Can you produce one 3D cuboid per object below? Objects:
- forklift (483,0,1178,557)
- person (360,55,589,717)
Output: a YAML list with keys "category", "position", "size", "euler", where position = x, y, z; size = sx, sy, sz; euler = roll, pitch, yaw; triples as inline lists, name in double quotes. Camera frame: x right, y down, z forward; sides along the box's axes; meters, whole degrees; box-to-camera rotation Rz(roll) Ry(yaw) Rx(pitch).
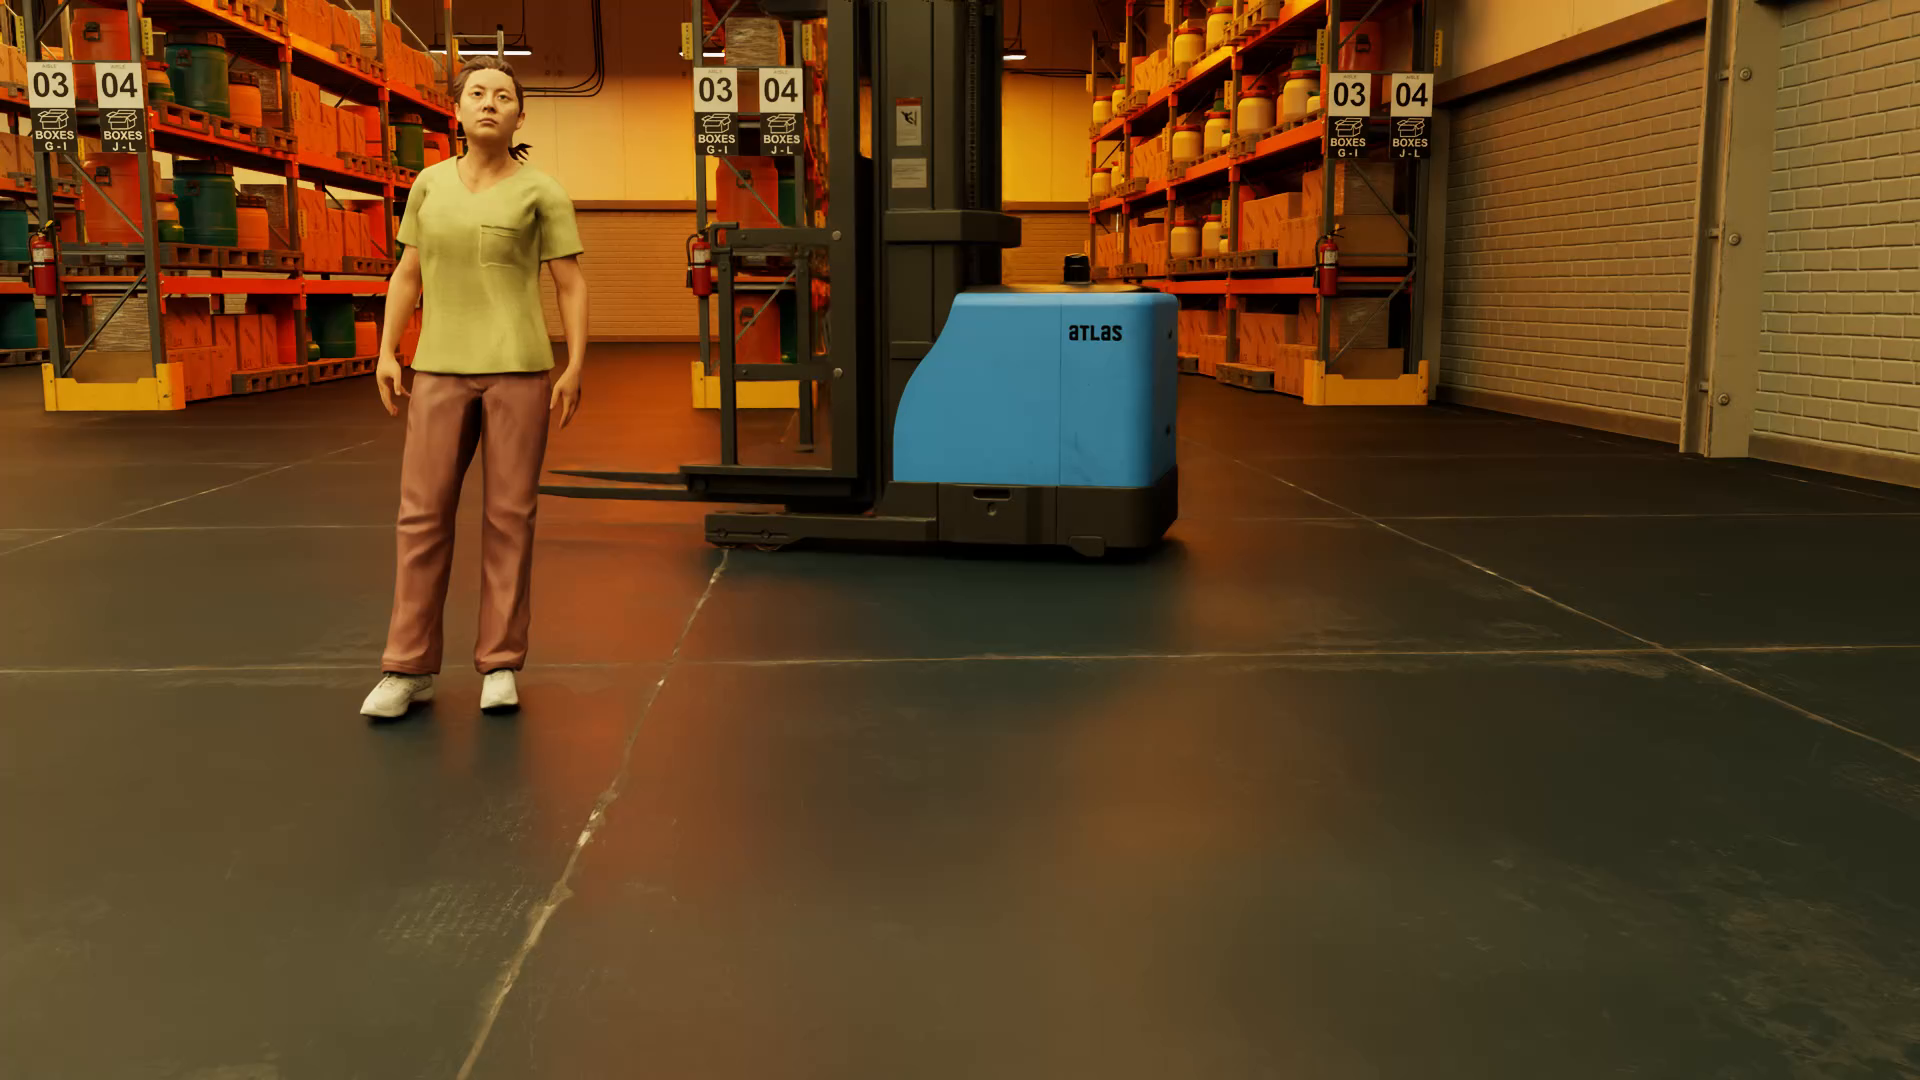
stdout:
- category: "forklift"
  position: [-0.593, -1.471, 7.236]
  size: [3.031, 2.935, 1.130]
  euler: [2, 9, 14]
- category: "person"
  position: [-1.251, -0.401, 4.307]
  size: [0.545, 1.666, 0.541]
  euler: [0, 8, -2]
